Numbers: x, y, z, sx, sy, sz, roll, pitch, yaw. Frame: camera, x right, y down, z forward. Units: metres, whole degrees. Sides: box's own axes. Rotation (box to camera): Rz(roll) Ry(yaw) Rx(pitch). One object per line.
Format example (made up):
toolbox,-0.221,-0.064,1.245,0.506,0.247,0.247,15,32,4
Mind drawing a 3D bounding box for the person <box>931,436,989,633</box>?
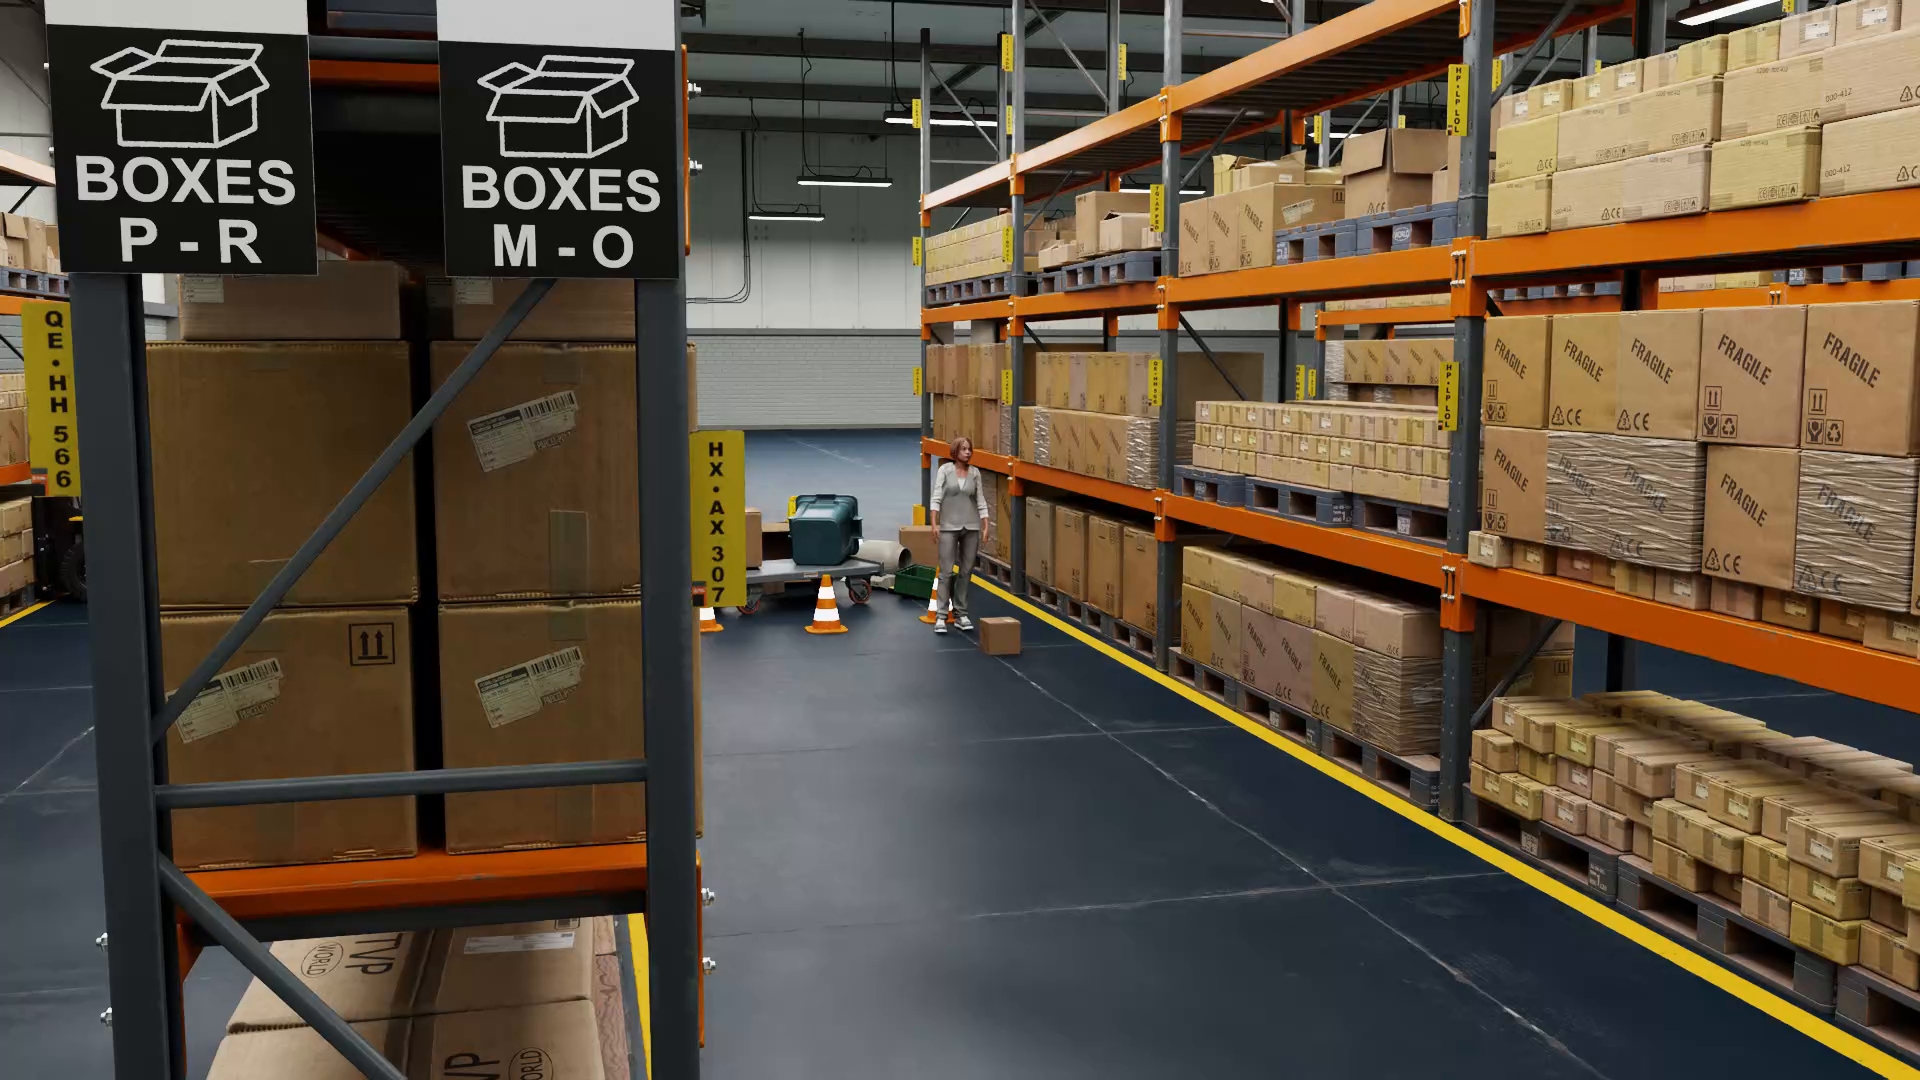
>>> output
person,0.007,-0.053,13.768,0.521,1.598,0.473,-2,7,-15
